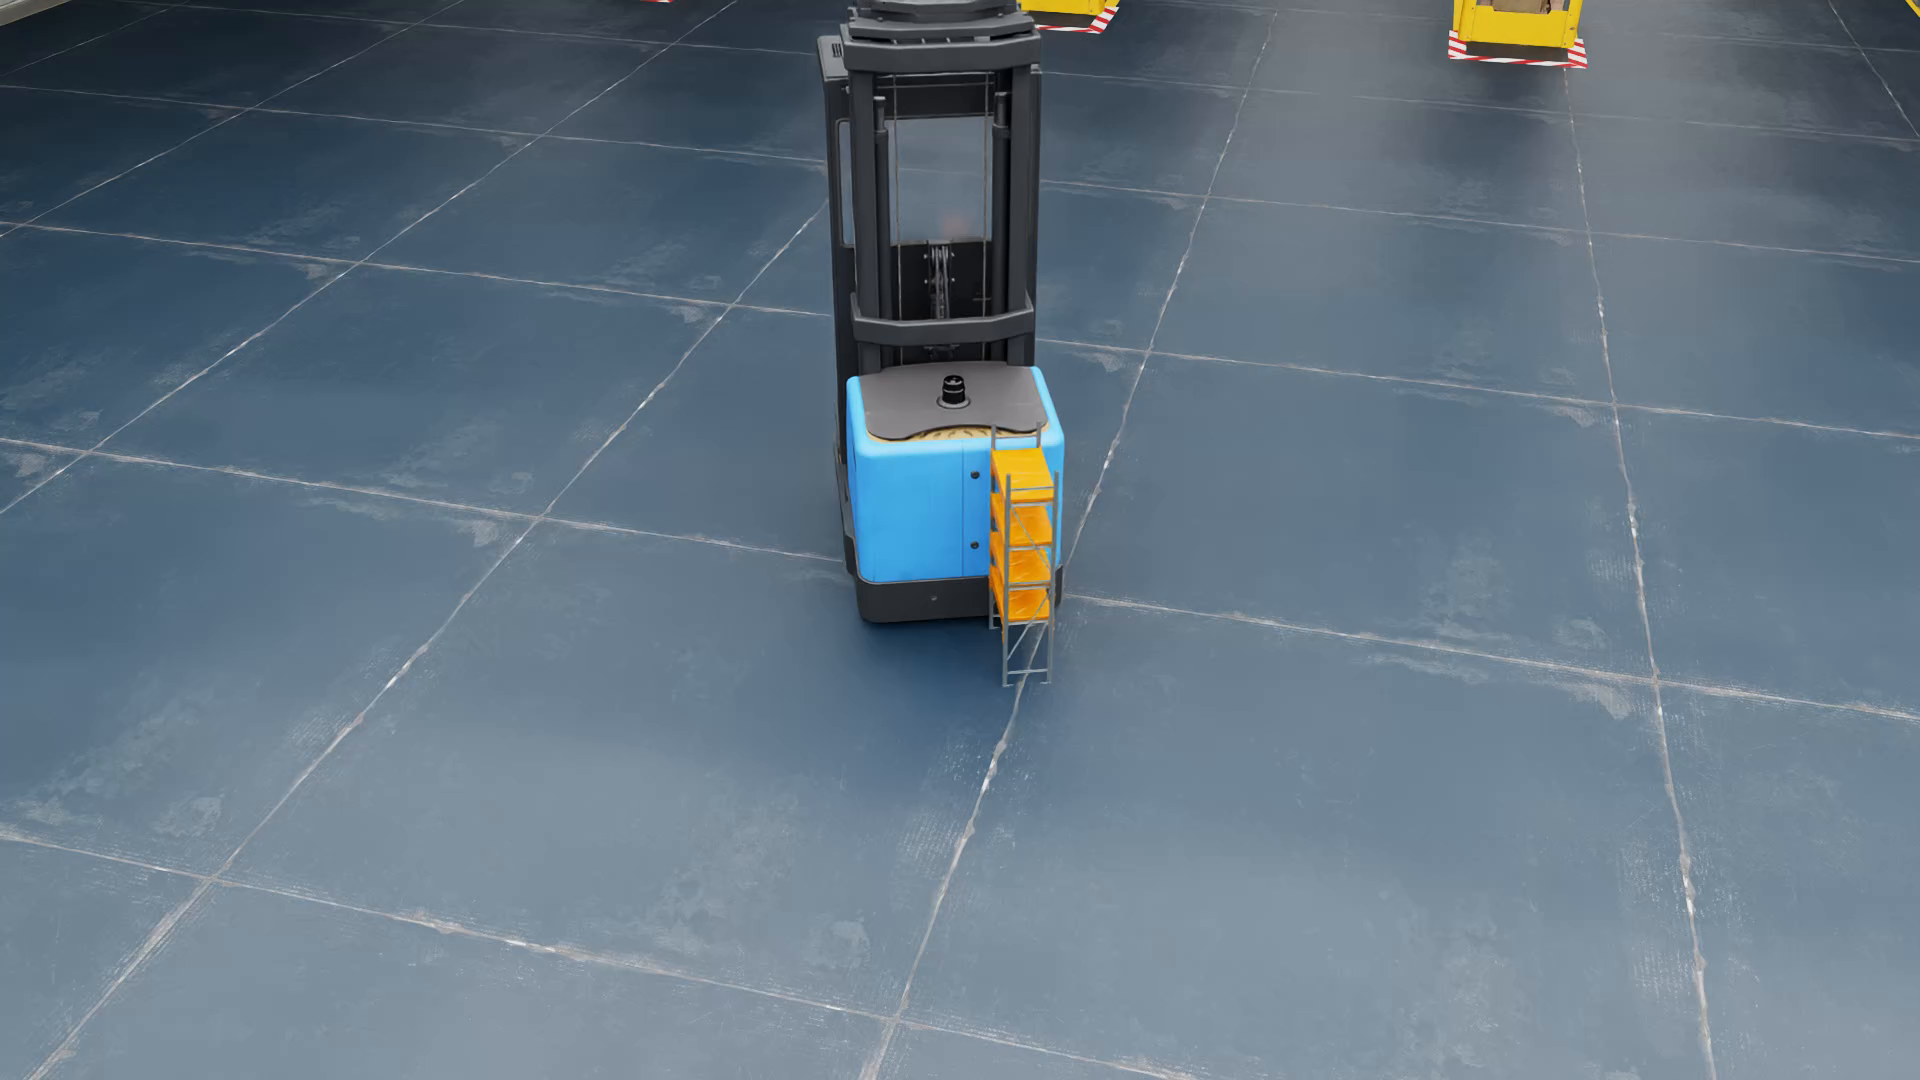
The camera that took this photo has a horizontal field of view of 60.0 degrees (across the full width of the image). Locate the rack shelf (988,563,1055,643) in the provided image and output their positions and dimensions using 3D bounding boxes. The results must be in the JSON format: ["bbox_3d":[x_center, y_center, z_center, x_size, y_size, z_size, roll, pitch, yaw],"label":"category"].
[{"bbox_3d":[0.298,0.298,8.159,0.258,0.148,0.480,-4,33,-6],"label":"rack shelf"}]

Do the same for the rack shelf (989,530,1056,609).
[{"bbox_3d":[0.298,0.130,8.052,0.258,0.148,0.480,-4,33,-6],"label":"rack shelf"}]

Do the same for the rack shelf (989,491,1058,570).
[{"bbox_3d":[0.298,-0.058,7.932,0.258,0.148,0.480,-4,33,-6],"label":"rack shelf"}]

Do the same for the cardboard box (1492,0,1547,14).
[{"bbox_3d":[6.014,-5.948,17.749,0.500,0.500,0.500,14,35,21],"label":"cardboard box"}]

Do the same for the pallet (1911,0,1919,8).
[{"bbox_3d":[11.358,-6.291,18.949,1.003,0.211,1.213,8,33,12],"label":"pallet"}]

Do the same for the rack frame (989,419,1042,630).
[{"bbox_3d":[0.269,-0.056,8.220,0.240,1.200,0.015,-4,33,-6],"label":"rack frame"}]

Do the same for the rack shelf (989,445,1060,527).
[{"bbox_3d":[0.298,-0.258,7.805,0.258,0.148,0.480,-4,33,-6],"label":"rack shelf"}]

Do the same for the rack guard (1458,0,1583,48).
[{"bbox_3d":[5.859,-5.488,17.417,1.175,0.500,0.348,8,33,12],"label":"rack guard"}]

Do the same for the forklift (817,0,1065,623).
[{"bbox_3d":[-0.165,-1.589,9.017,1.130,2.935,3.031,-4,33,-6],"label":"forklift"}]

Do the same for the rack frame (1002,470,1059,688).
[{"bbox_3d":[0.328,0.204,7.811,0.240,1.200,0.015,-4,33,-6],"label":"rack frame"}]

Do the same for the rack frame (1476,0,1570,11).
[{"bbox_3d":[5.840,-6.504,16.685,1.000,3.000,0.127,8,33,12],"label":"rack frame"}]

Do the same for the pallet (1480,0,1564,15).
[{"bbox_3d":[6.099,-5.783,18.150,1.003,0.211,1.213,8,33,12],"label":"pallet"}]

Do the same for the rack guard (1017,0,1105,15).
[{"bbox_3d":[1.022,-6.169,18.488,1.175,0.500,0.348,8,33,12],"label":"rack guard"}]

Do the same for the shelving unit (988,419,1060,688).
[{"bbox_3d":[0.298,0.074,8.016,0.258,1.200,0.503,-4,33,-6],"label":"shelving unit"}]
